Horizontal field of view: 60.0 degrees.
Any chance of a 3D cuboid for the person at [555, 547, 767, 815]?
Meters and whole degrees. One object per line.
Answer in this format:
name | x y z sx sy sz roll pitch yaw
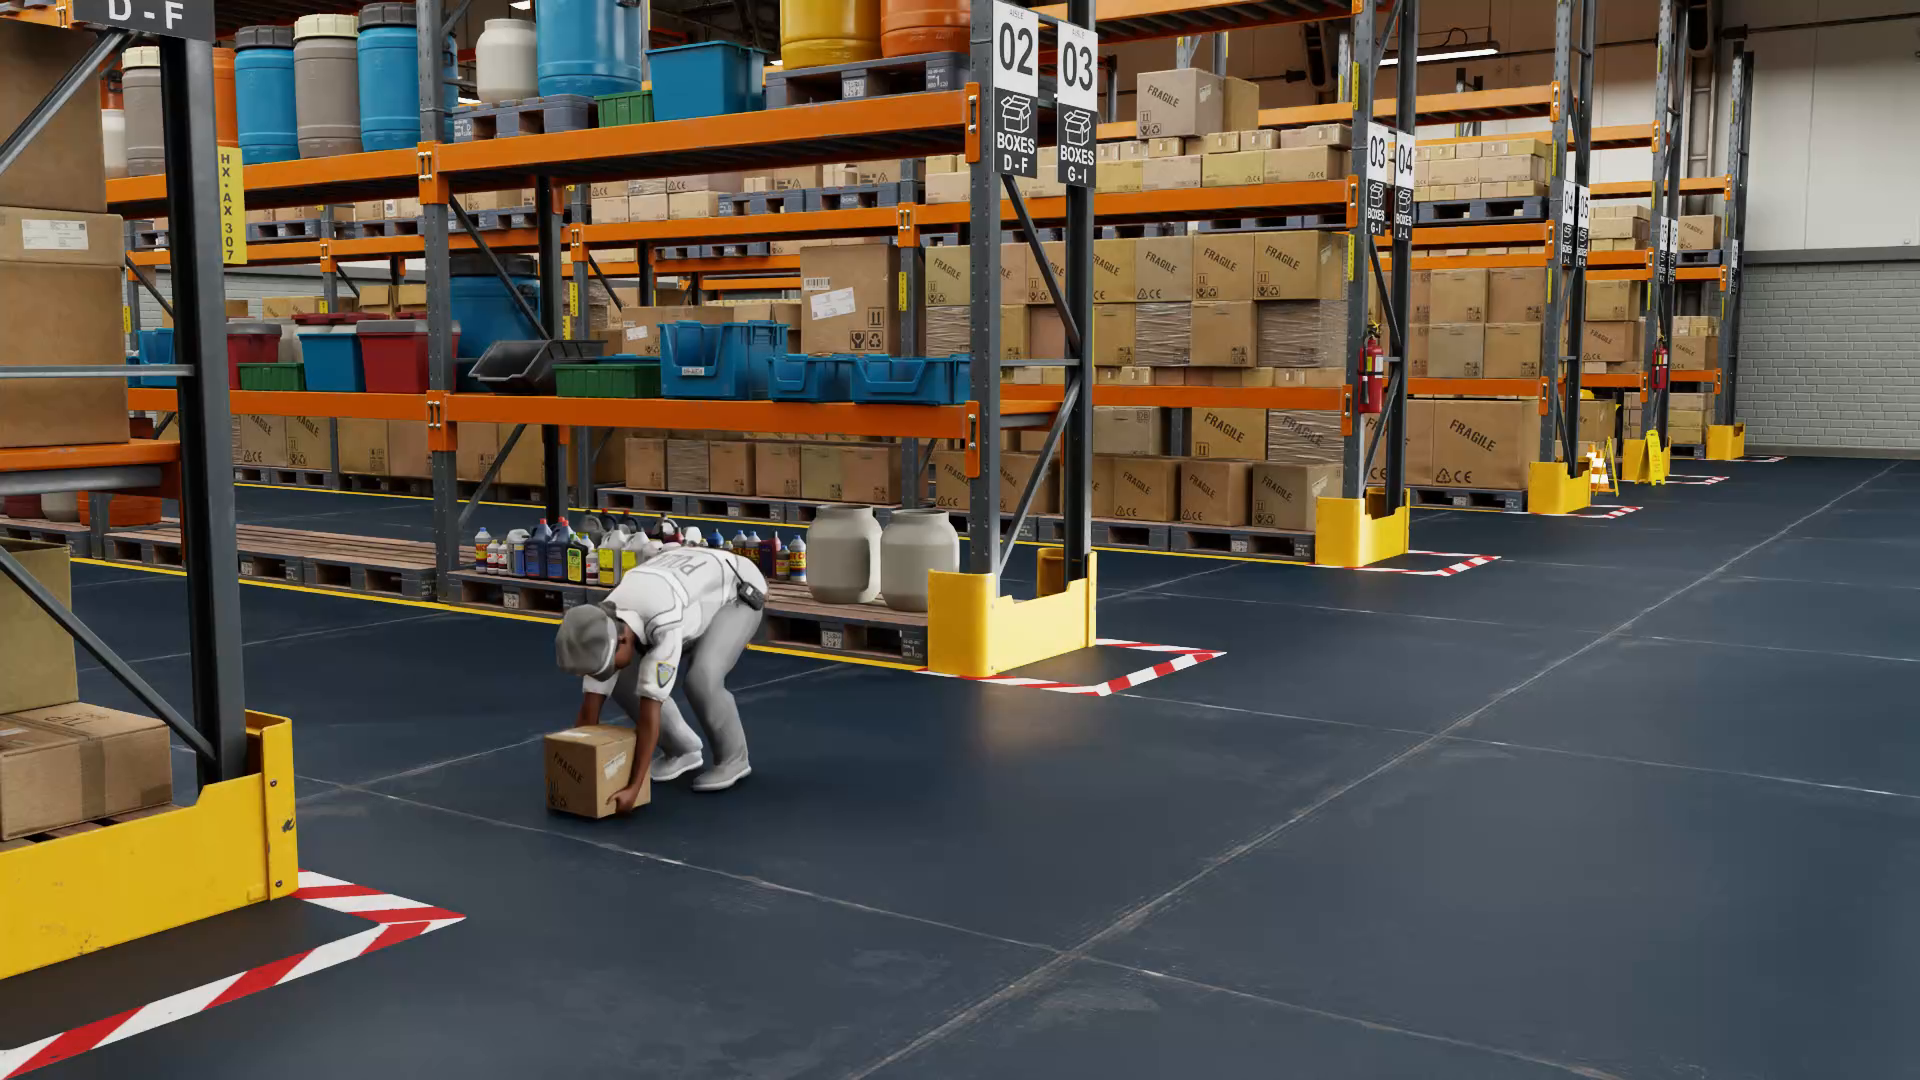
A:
person | -1.052 0.476 5.918 0.471 0.857 0.907 4 7 31
